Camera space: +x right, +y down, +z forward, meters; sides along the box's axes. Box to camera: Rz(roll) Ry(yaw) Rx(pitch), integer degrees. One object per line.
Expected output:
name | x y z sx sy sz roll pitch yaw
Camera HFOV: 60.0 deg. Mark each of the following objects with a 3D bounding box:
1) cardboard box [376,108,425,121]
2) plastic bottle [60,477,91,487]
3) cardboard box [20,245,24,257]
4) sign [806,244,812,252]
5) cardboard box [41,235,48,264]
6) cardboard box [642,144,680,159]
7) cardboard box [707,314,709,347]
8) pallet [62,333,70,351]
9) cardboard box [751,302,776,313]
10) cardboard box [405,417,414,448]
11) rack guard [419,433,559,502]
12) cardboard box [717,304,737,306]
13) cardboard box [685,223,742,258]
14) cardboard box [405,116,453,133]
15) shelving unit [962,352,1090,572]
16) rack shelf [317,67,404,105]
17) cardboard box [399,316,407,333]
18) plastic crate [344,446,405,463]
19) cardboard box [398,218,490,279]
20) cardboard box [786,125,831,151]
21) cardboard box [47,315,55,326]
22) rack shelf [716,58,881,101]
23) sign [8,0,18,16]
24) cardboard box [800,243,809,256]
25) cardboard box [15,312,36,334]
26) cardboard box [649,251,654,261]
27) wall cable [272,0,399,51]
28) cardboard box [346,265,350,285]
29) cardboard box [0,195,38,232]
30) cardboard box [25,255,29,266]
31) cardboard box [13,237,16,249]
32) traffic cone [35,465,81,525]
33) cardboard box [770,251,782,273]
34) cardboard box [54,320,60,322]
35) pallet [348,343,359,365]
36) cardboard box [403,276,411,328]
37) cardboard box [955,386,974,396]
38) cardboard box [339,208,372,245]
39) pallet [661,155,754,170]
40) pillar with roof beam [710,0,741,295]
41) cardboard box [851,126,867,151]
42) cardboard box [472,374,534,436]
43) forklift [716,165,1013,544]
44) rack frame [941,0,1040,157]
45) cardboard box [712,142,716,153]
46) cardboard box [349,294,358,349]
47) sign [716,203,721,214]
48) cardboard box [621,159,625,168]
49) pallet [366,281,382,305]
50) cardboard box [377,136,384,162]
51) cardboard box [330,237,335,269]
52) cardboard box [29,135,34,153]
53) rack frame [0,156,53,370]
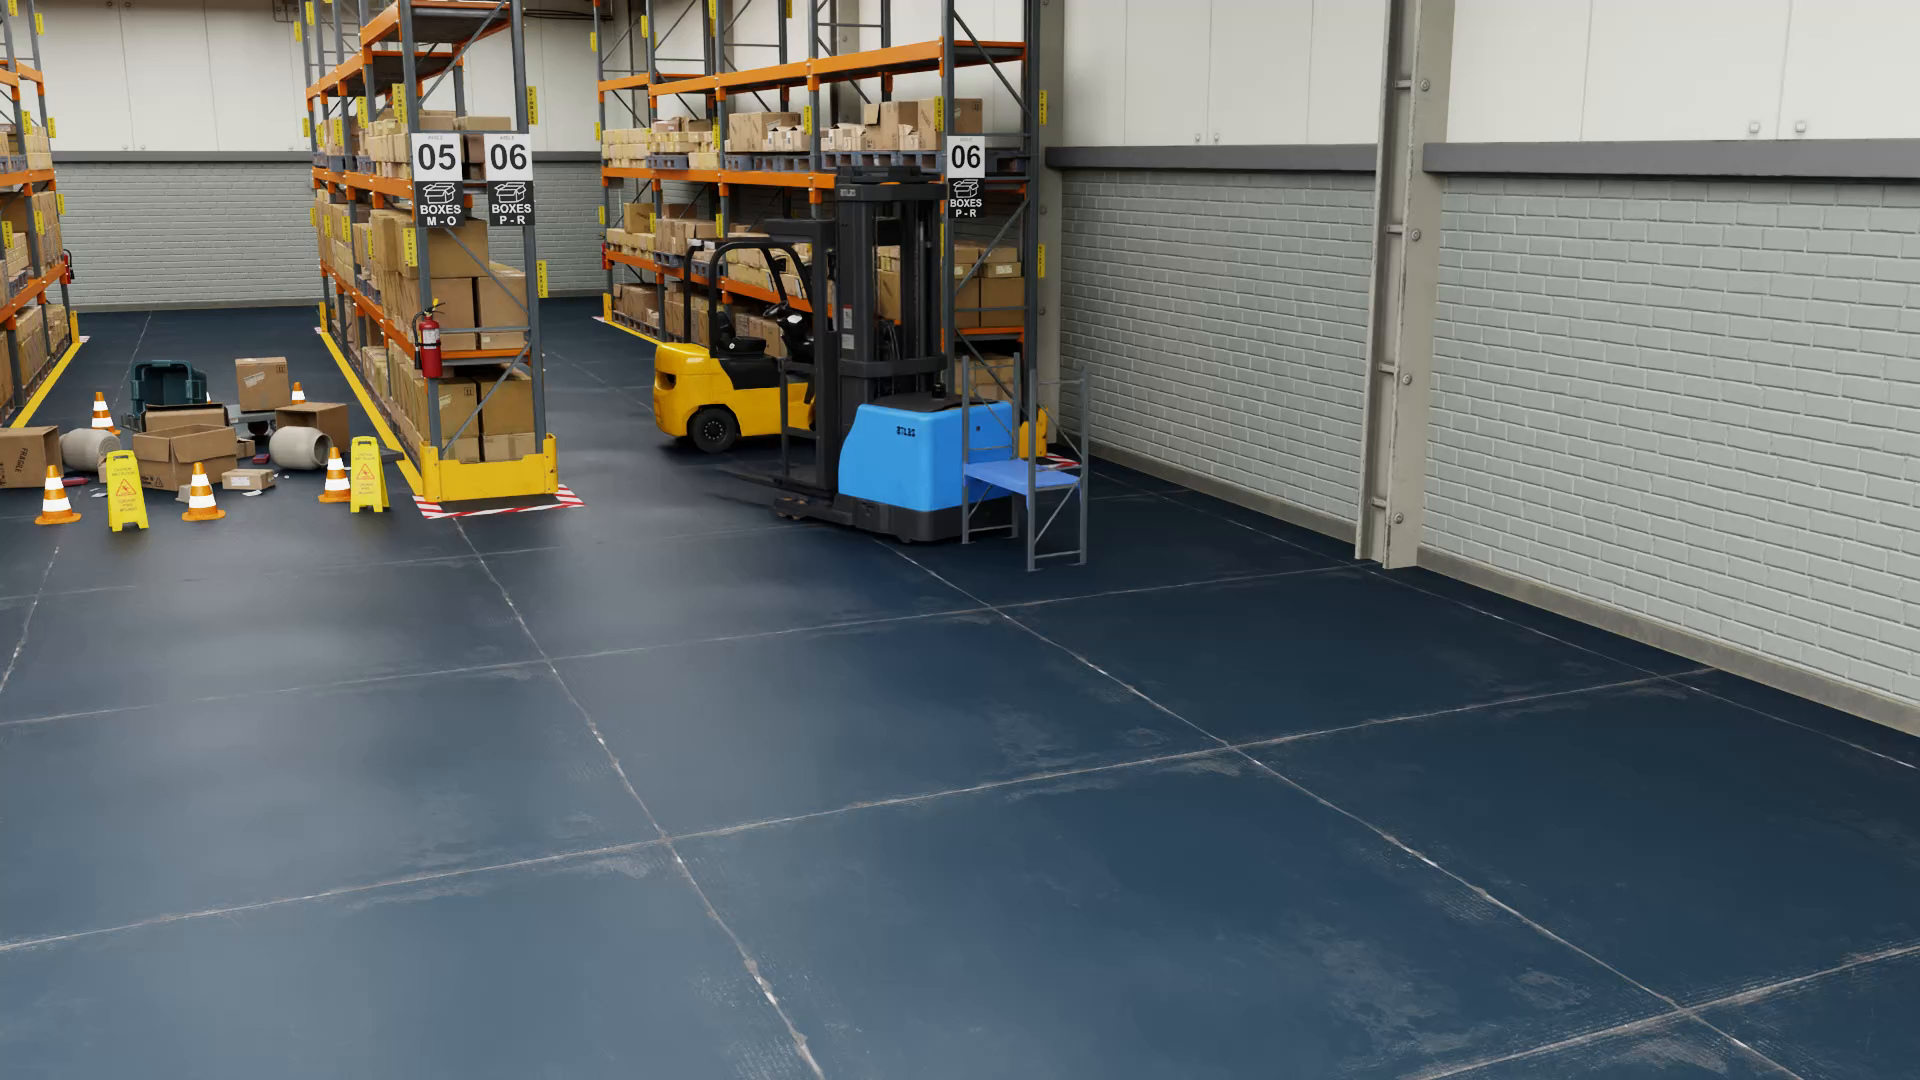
cardboard box | -6.197 -4.635 18.384 0.500 0.250 0.500 -5 14 -22
plastic bottle | -8.318 -0.547 15.599 0.283 0.061 0.133 -12 18 -42
cardboard box | -13.004 -3.932 22.673 0.380 0.149 0.250 -5 14 -21
sign | -1.795 -3.614 19.940 0.100 0.325 0.005 -6 14 -23
cardboard box | -13.720 -4.295 24.395 0.500 0.500 0.500 -6 14 -23
cardboard box | -4.929 -6.402 27.401 0.500 0.250 0.500 -6 14 -23
cardboard box | -3.461 -3.125 24.831 0.500 0.500 0.500 -6 14 -24
pallet | -14.827 -3.156 26.539 1.003 0.211 1.213 -6 14 -23
cardboard box | -2.909 -3.462 24.848 0.380 0.149 0.250 -5 14 -21
cardboard box | -5.231 -1.087 16.580 0.500 0.250 0.500 -6 14 -25
rack guard | -4.276 -0.662 15.120 1.175 0.500 0.348 -6 14 -23
cardboard box | -3.471 -3.401 24.587 0.380 0.149 0.250 -6 15 -26
cardboard box | -3.727 -4.541 25.178 0.797 0.503 0.637 -6 14 -24
cardboard box | -4.652 -3.635 14.557 0.380 0.149 0.250 -5 14 -22
shelving unit | 0.486 -0.623 12.734 0.538 1.500 1.048 -7 15 -28
rack shelf | -8.251 -6.307 23.147 1.077 0.370 4.000 -6 14 -23
cardboard box | -5.385 -2.159 16.604 0.380 0.149 0.250 -6 14 -23
plastic crate | -5.970 -0.869 16.949 0.402 0.080 0.583 -12 18 -42
cardboard box | -4.650 -2.630 14.984 0.700 0.500 0.500 -6 14 -24
cardboard box | -1.815 -4.938 20.446 0.500 0.311 0.500 -6 14 -25
cardboard box | -13.851 -3.292 25.015 0.380 0.149 0.250 -5 14 -22
rack shelf | -2.103 -5.930 21.517 1.077 0.370 4.000 -6 14 -23
sign | -13.042 -7.381 22.883 0.100 0.325 0.005 -6 14 -23
cardboard box | -1.762 -3.606 20.639 0.380 0.149 0.250 -6 14 -24
cardboard box | -12.599 -2.881 22.114 0.500 0.250 0.500 -6 14 -25
cardboard box | -4.989 -4.765 27.861 0.380 0.149 0.250 -5 14 -21
wall cable | -12.501 -9.309 33.636 2.355 3.000 0.029 -6 14 -23
cardboard box | -8.110 -3.629 22.729 0.500 0.250 0.500 -5 14 -22
cardboard box | -13.505 -4.671 23.801 0.500 0.500 0.500 -5 14 -22
cardboard box | -13.207 -3.893 23.164 0.380 0.149 0.250 -6 14 -24
cardboard box | -12.687 -3.912 21.929 0.380 0.149 0.250 -6 14 -25
traffic cone | -7.652 -0.398 14.063 0.336 0.463 0.334 -6 14 -23
cardboard box | -2.145 -3.600 21.496 0.500 0.250 0.500 -5 14 -22
cardboard box | -14.162 -3.311 25.756 0.380 0.149 0.250 -5 14 -20
pallet | -8.674 -2.832 25.138 1.003 0.211 1.213 -6 14 -23
cardboard box | -4.912 -2.249 15.552 0.500 0.500 0.500 -6 14 -23
cardboard box | -0.181 -1.494 17.230 0.500 0.250 0.500 -6 14 -24
cardboard box | -8.303 -4.344 23.048 0.500 0.500 0.500 -6 14 -23
pallet | -3.891 -5.807 25.572 1.213 0.211 1.003 -6 14 -23
pillar with roof beam | -7.904 -7.551 26.040 9.100 9.000 0.400 -6 14 -23
cardboard box | -0.985 -4.454 18.457 0.396 0.266 0.258 -6 14 -24
cardboard box | -4.326 -1.291 15.798 0.500 0.500 0.500 -6 14 -25
forklift | -0.942 -1.663 14.056 1.130 2.935 3.031 -12 18 -42
rack frame | 0.301 -5.236 16.035 1.000 3.000 0.127 -6 14 -23
cardboard box | -3.352 -5.655 23.948 0.380 0.149 0.250 -6 14 -24
cardboard box | -8.731 -3.392 25.153 0.875 0.875 0.875 -5 14 -21
sign | -3.999 -5.407 27.512 0.100 0.325 0.005 -6 14 -23
cardboard box | -5.669 -6.545 28.902 0.380 0.149 0.250 -6 14 -23
pallet | -6.620 -3.018 20.182 1.003 0.211 1.213 -6 14 -23
cardboard box | -5.519 -3.897 16.578 0.500 0.250 0.500 -5 14 -22
cardboard box | -9.473 -4.465 25.786 0.500 0.500 0.500 -5 14 -22
cardboard box | -13.716 -5.731 24.053 0.500 0.250 0.500 -6 14 -23
rack frame | -13.548 -3.875 23.461 1.000 3.000 0.127 -6 14 -23
